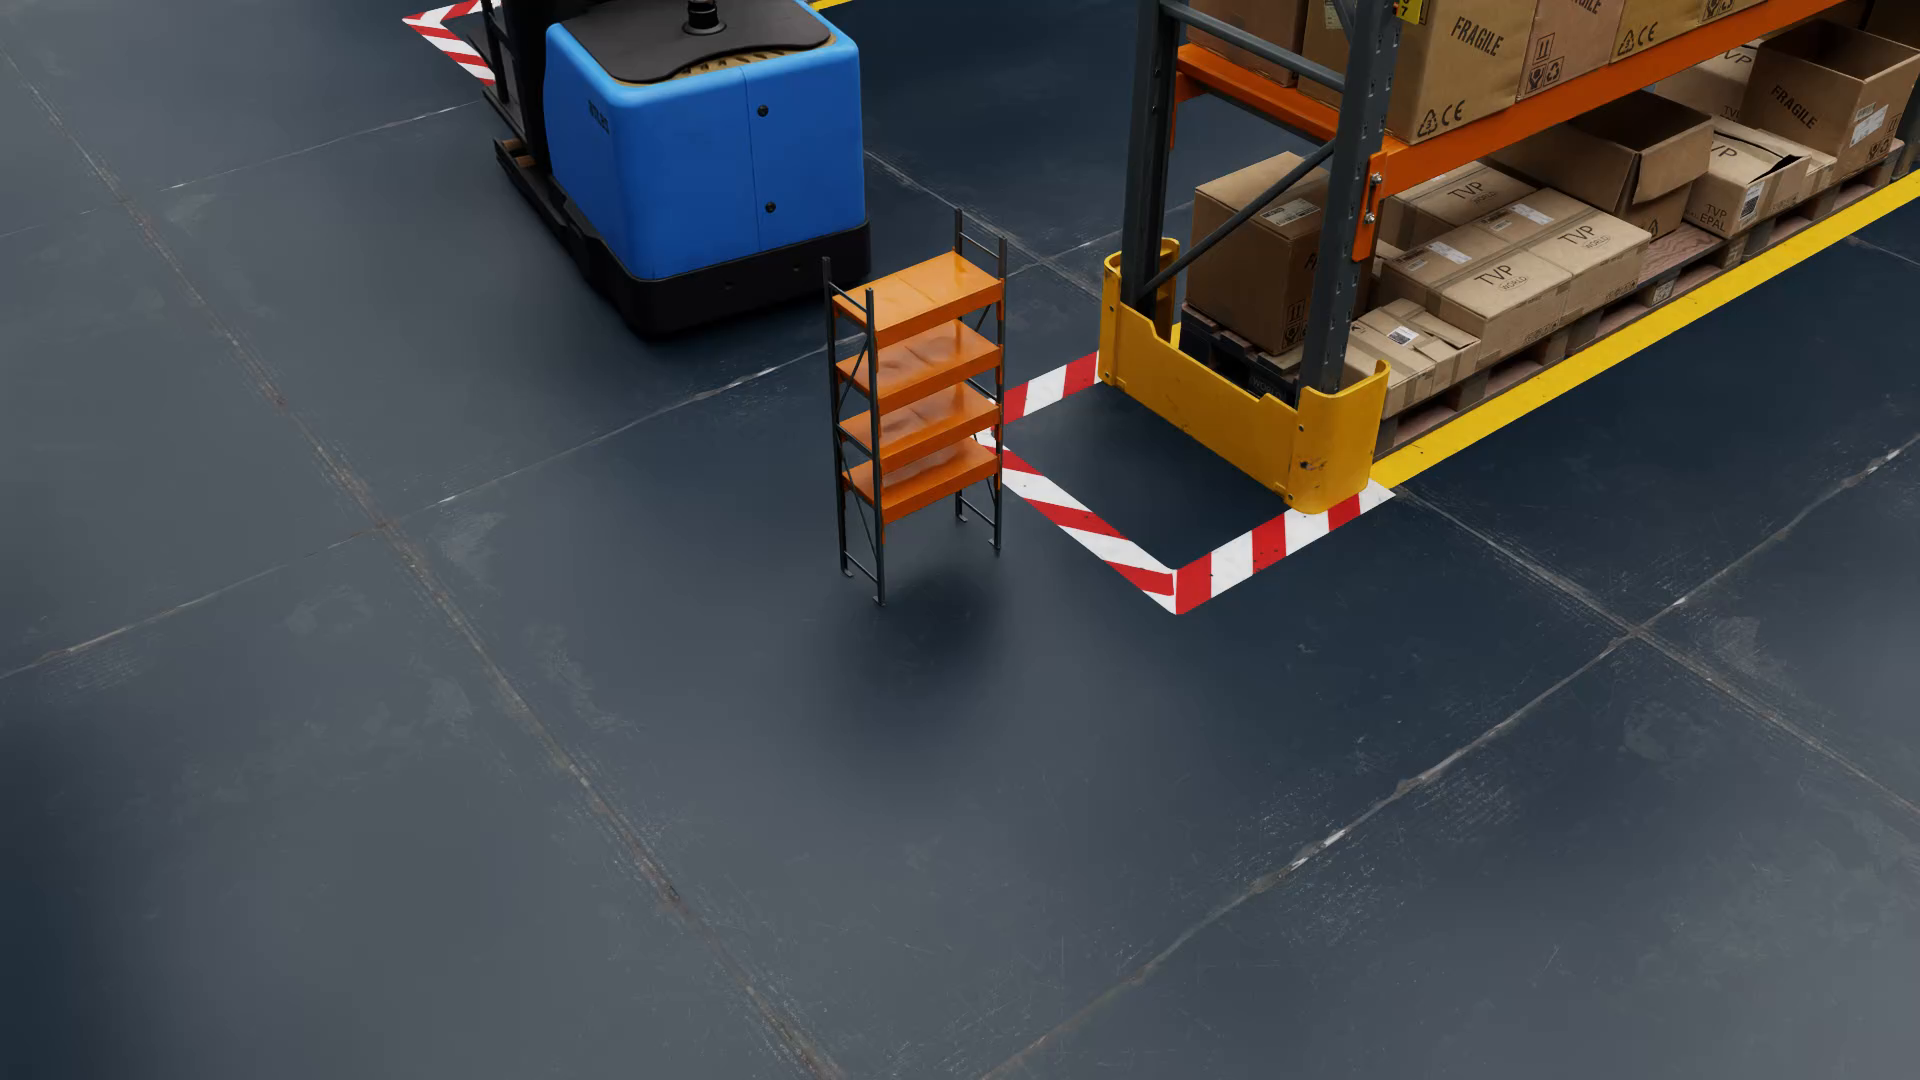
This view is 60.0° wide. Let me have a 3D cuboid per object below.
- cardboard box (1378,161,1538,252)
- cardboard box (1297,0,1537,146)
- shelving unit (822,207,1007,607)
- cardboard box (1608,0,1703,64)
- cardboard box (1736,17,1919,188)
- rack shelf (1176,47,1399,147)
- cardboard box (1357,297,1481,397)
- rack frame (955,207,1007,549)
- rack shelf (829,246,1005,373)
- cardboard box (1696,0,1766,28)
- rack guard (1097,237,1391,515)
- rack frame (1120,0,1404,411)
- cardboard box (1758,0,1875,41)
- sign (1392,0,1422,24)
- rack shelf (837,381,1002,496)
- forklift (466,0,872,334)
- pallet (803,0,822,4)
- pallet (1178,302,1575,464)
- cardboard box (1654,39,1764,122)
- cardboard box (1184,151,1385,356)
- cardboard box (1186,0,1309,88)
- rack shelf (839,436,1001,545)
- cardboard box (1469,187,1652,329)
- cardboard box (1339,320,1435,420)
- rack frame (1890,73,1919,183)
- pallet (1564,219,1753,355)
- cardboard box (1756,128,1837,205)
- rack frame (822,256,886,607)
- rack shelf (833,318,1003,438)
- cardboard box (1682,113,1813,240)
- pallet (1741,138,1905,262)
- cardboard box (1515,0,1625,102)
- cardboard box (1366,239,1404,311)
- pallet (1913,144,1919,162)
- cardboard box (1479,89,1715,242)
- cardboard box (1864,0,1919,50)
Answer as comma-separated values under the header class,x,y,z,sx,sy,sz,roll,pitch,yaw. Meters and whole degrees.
class,x,y,z,sx,sy,sz,roll,pitch,yaw
cardboard box,2.000,-1.356,6.859,0.500,0.250,0.500,-26,46,-28
cardboard box,1.460,-1.641,5.306,0.500,0.500,0.500,-25,46,-27
shelving unit,-0.131,-0.400,5.291,0.503,1.200,0.258,-26,46,-28
cardboard box,2.265,-2.035,5.787,0.500,0.500,0.500,-26,46,-28
cardboard box,3.840,-1.950,7.386,0.500,0.500,0.500,-26,46,-28
rack shelf,2.533,-2.134,6.399,3.809,0.124,0.919,-26,46,-28
cardboard box,1.687,-0.724,6.154,0.250,0.166,0.380,-26,46,-28
rack frame,0.062,-0.494,5.406,0.015,1.200,0.240,-26,46,-28
rack shelf,-0.131,-0.704,5.042,0.480,0.148,0.258,-26,46,-28
cardboard box,2.663,-2.228,6.022,0.500,0.500,0.500,-25,46,-28
rack guard,1.007,-0.626,6.119,0.348,0.500,1.175,-26,46,-28
rack frame,0.947,-1.563,5.290,0.127,3.000,1.000,-26,46,-28
cardboard box,4.335,-2.648,8.236,0.500,0.500,0.500,-26,46,-28
sign,1.278,-1.625,4.683,0.005,0.325,0.100,-26,46,-28
rack shelf,-0.131,-0.348,5.334,0.480,0.148,0.258,-26,46,-28
forklift,-1.531,-2.877,6.946,1.130,2.935,3.031,-19,43,-22
pallet,-1.391,-3.277,9.578,1.213,0.211,1.003,-26,46,-28
pallet,1.639,-0.823,6.587,1.213,0.211,1.003,-26,46,-28
cardboard box,3.654,-2.186,7.823,0.500,0.311,0.500,-26,46,-28
cardboard box,1.228,-1.101,6.351,0.500,0.500,0.500,-26,46,-28
cardboard box,1.136,-1.912,5.637,0.500,0.500,0.500,-25,45,-27
rack shelf,-0.131,-0.194,5.460,0.480,0.148,0.258,-26,46,-28
cardboard box,2.344,-1.124,6.576,0.500,0.250,0.500,-26,46,-28
cardboard box,1.489,-0.620,6.042,0.250,0.149,0.380,-26,46,-28
rack frame,4.119,-3.109,7.175,0.127,3.000,1.000,-26,46,-28
pallet,2.606,-1.292,7.159,1.213,0.211,1.003,-26,46,-28
cardboard box,3.579,-1.639,7.284,0.250,0.149,0.380,-26,46,-28
rack frame,-0.325,-0.306,5.177,0.015,1.200,0.240,-26,46,-28
rack shelf,-0.131,-0.521,5.192,0.480,0.148,0.258,-26,46,-28
cardboard box,3.245,-1.587,7.093,0.500,0.311,0.500,-26,46,-28
pallet,3.574,-1.766,7.736,1.213,0.211,1.003,-26,46,-28
cardboard box,1.865,-1.843,5.553,0.500,0.500,0.500,-26,46,-28
cardboard box,1.604,-1.083,6.592,0.250,0.166,0.380,-26,46,-28
pallet,4.741,-2.364,8.466,1.213,0.211,1.003,-26,46,-28
cardboard box,2.632,-1.585,6.939,0.637,0.503,0.797,-26,46,-28
cardboard box,4.651,-2.377,7.907,0.500,0.500,0.500,-28,47,-30
